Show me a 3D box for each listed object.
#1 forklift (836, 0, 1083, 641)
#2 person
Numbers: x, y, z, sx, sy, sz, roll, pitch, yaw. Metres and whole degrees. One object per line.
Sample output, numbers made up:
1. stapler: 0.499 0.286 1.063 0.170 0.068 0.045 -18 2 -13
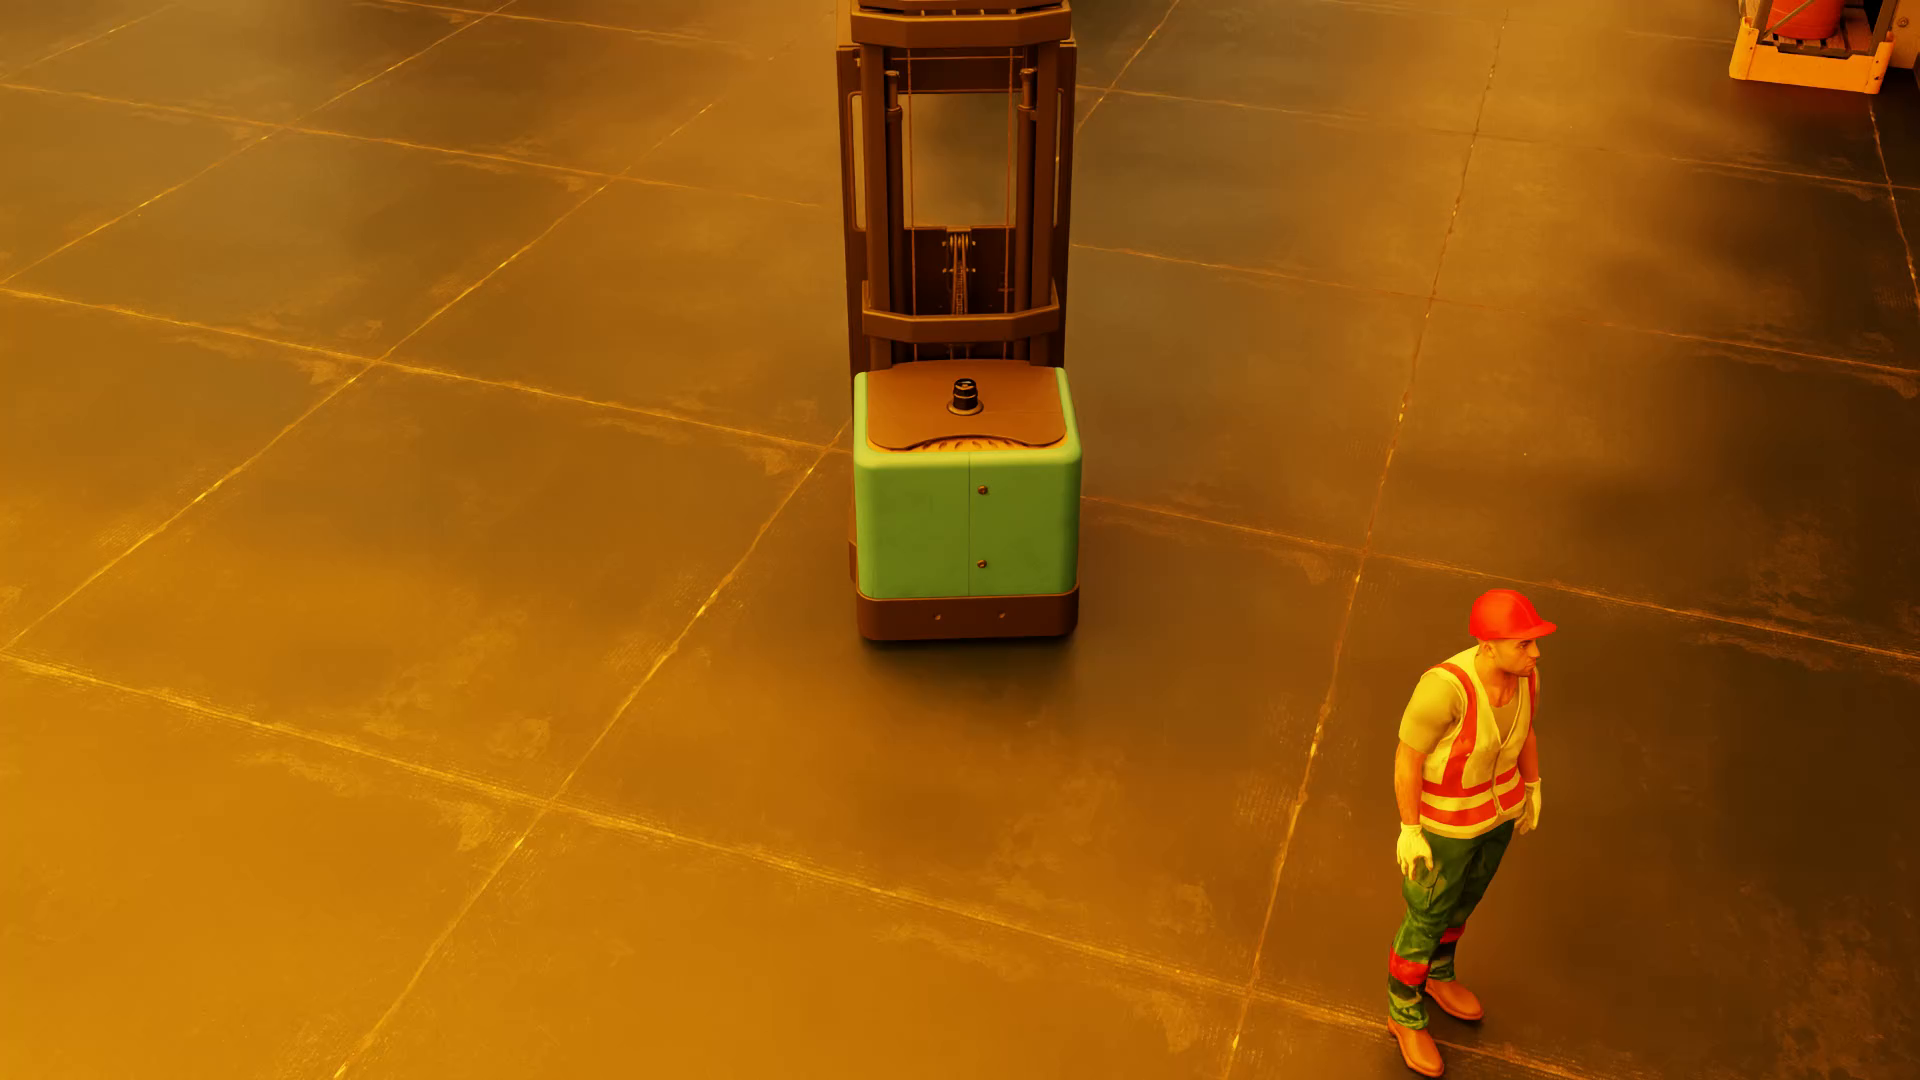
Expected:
1. forklift: -0.029 -1.547 8.293 1.130 2.935 3.031 -2 35 -2
2. person: 1.782 0.983 5.699 0.638 1.787 0.564 -18 39 -24
